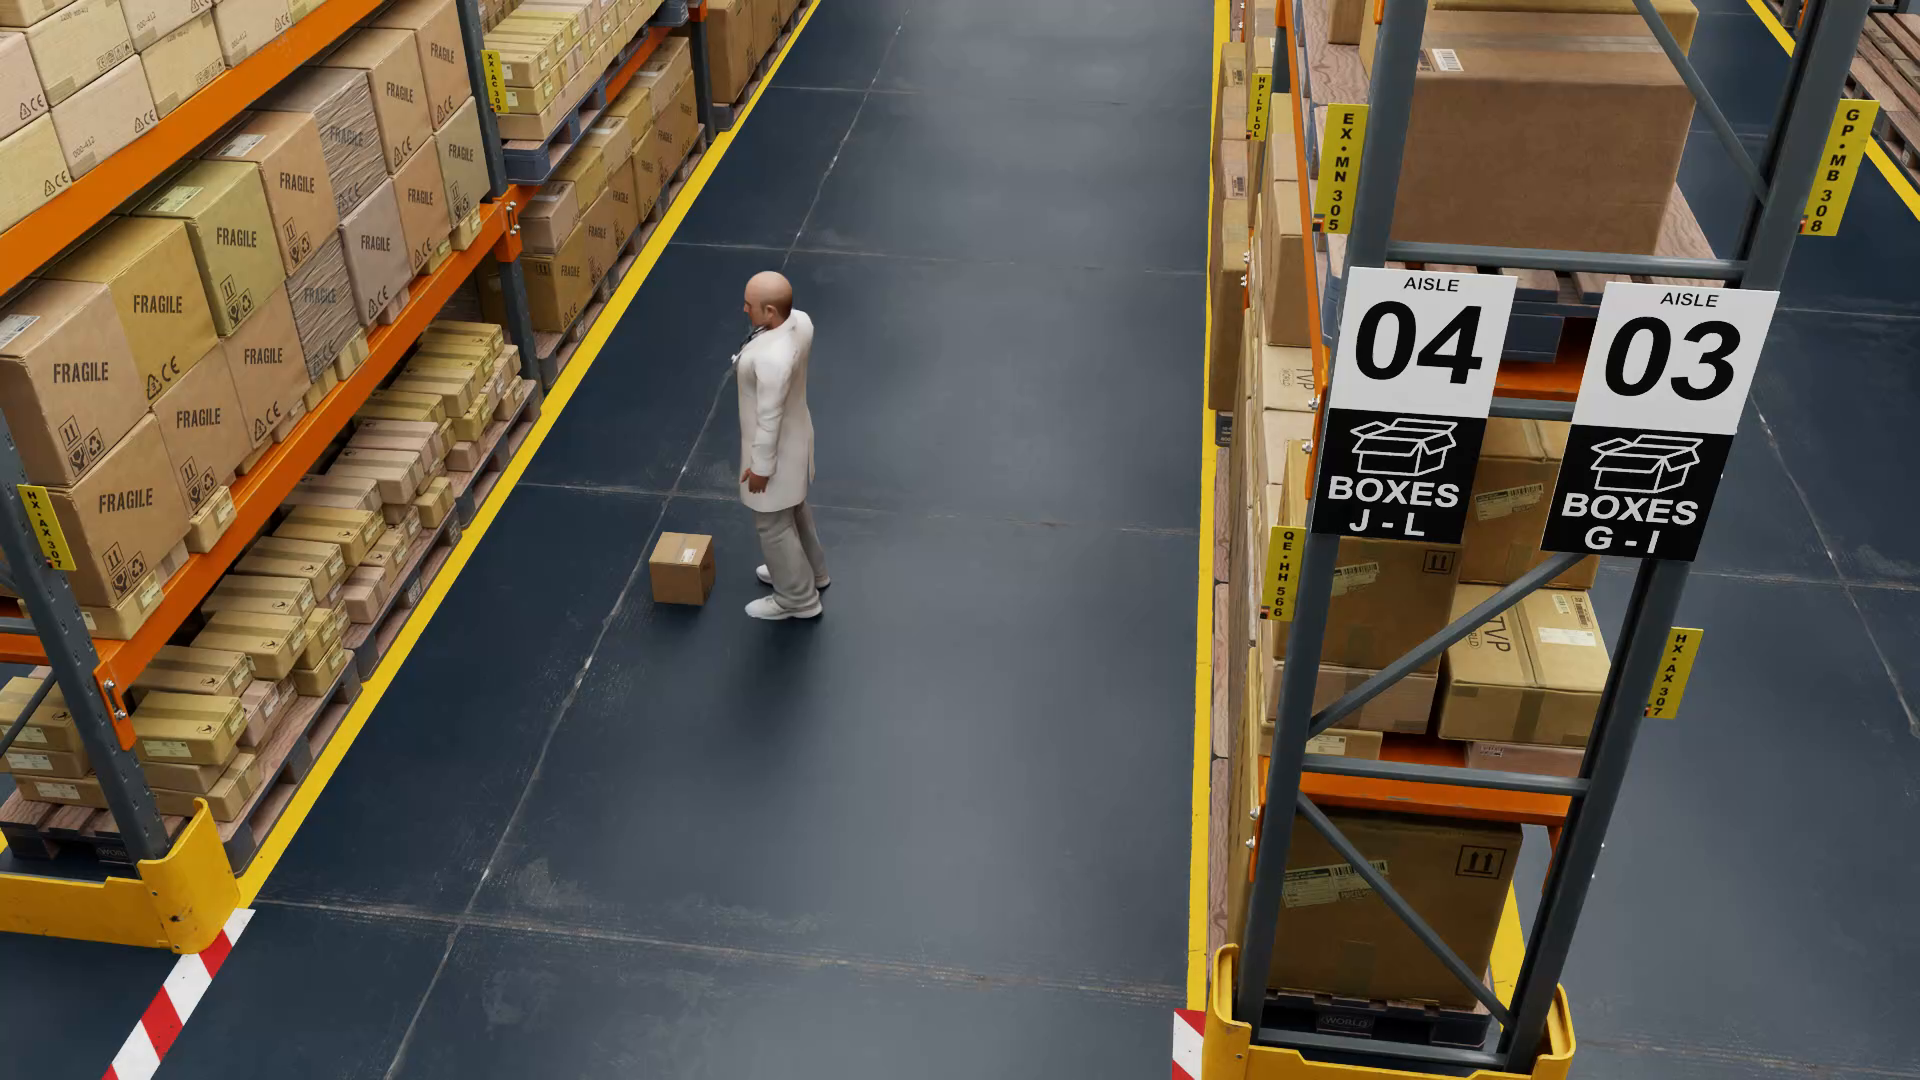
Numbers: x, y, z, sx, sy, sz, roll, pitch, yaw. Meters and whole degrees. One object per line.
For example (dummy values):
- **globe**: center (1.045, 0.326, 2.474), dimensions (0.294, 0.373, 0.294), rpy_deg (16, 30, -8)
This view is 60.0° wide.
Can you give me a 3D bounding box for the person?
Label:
- **person**: center (-0.848, -0.433, 7.651), dimensions (0.364, 1.760, 0.562), rpy_deg (5, 36, 7)
